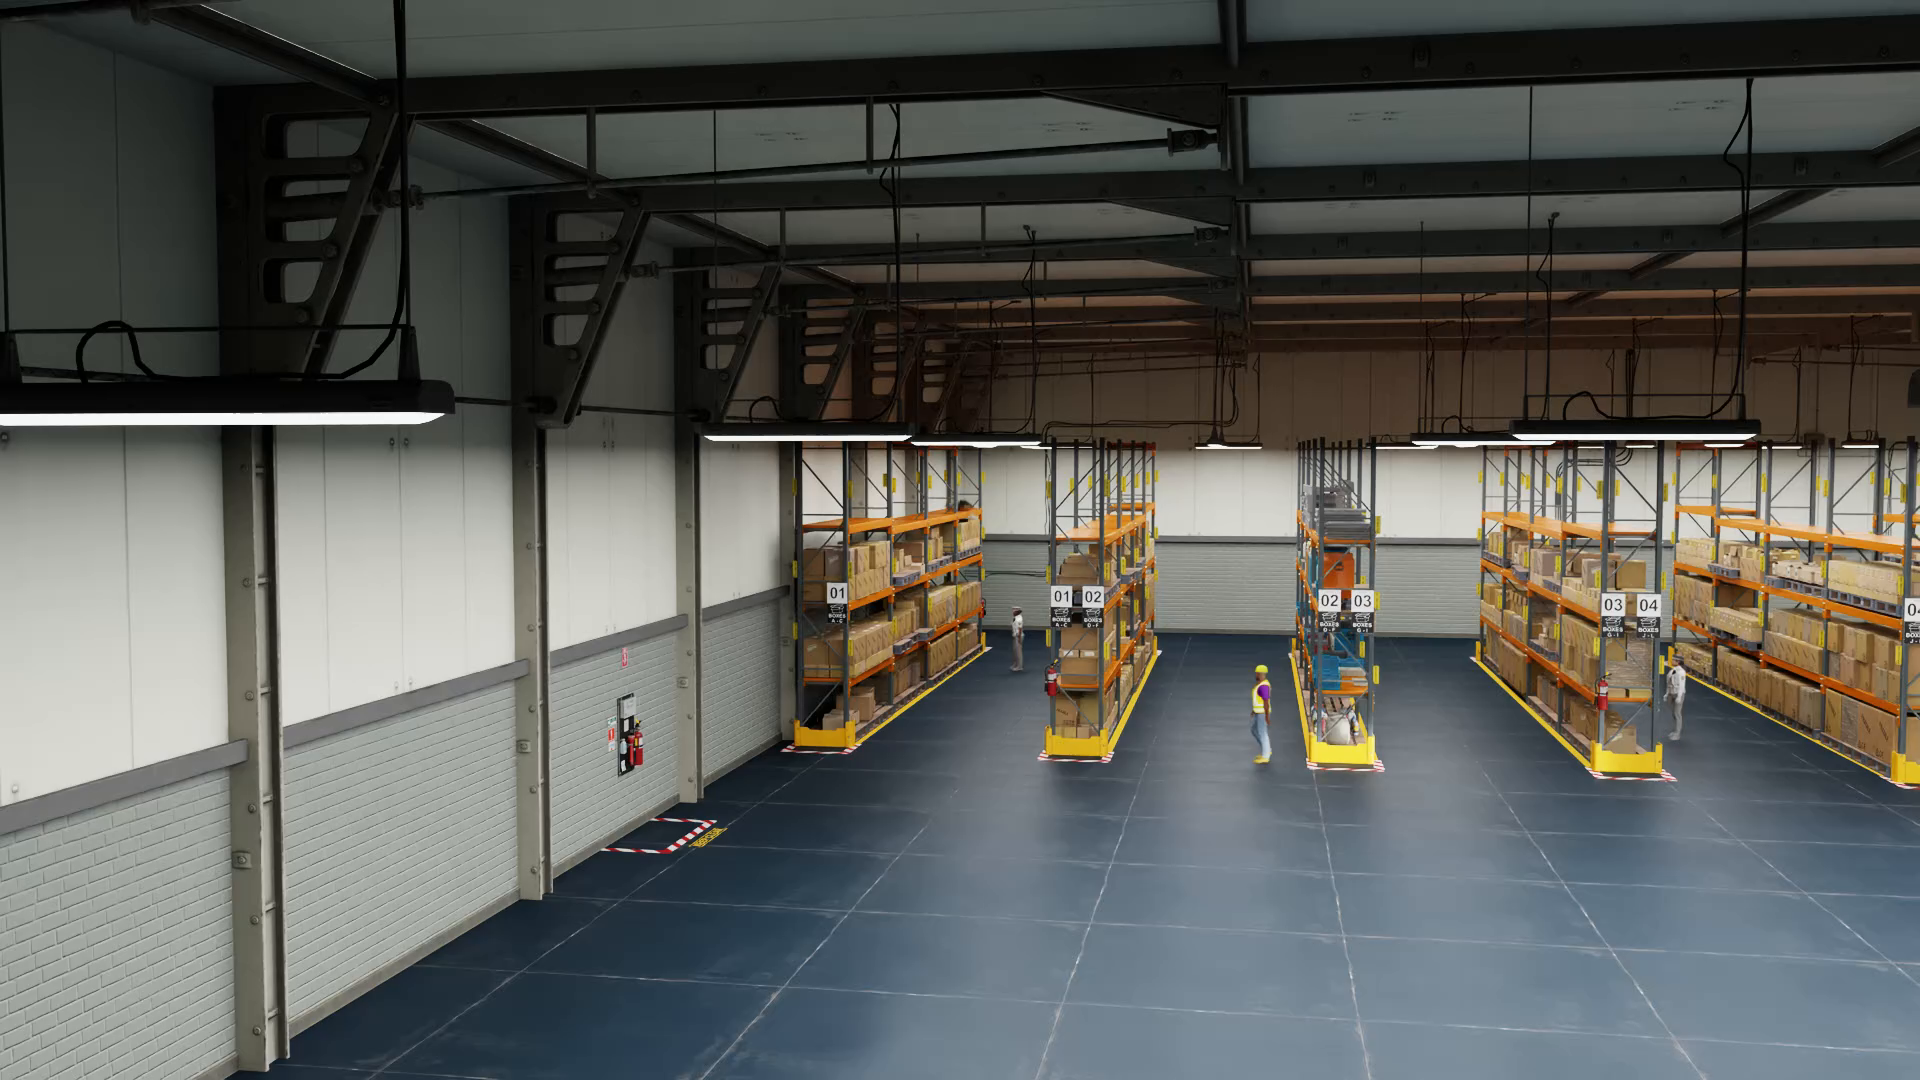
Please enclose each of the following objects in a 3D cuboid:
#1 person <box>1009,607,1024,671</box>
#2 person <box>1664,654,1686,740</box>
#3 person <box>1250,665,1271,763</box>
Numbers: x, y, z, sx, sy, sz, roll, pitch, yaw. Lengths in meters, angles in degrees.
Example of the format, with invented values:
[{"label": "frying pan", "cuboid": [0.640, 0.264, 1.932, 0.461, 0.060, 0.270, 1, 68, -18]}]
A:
[{"label": "person", "cuboid": [1.490, 2.582, 43.669, 0.400, 1.662, 0.525, 0, 3, -5]}, {"label": "person", "cuboid": [14.286, 3.134, 33.242, 0.432, 1.719, 0.499, -1, 3, -17]}, {"label": "person", "cuboid": [5.579, 3.195, 30.742, 0.374, 1.766, 0.578, 0, 3, 4]}]
